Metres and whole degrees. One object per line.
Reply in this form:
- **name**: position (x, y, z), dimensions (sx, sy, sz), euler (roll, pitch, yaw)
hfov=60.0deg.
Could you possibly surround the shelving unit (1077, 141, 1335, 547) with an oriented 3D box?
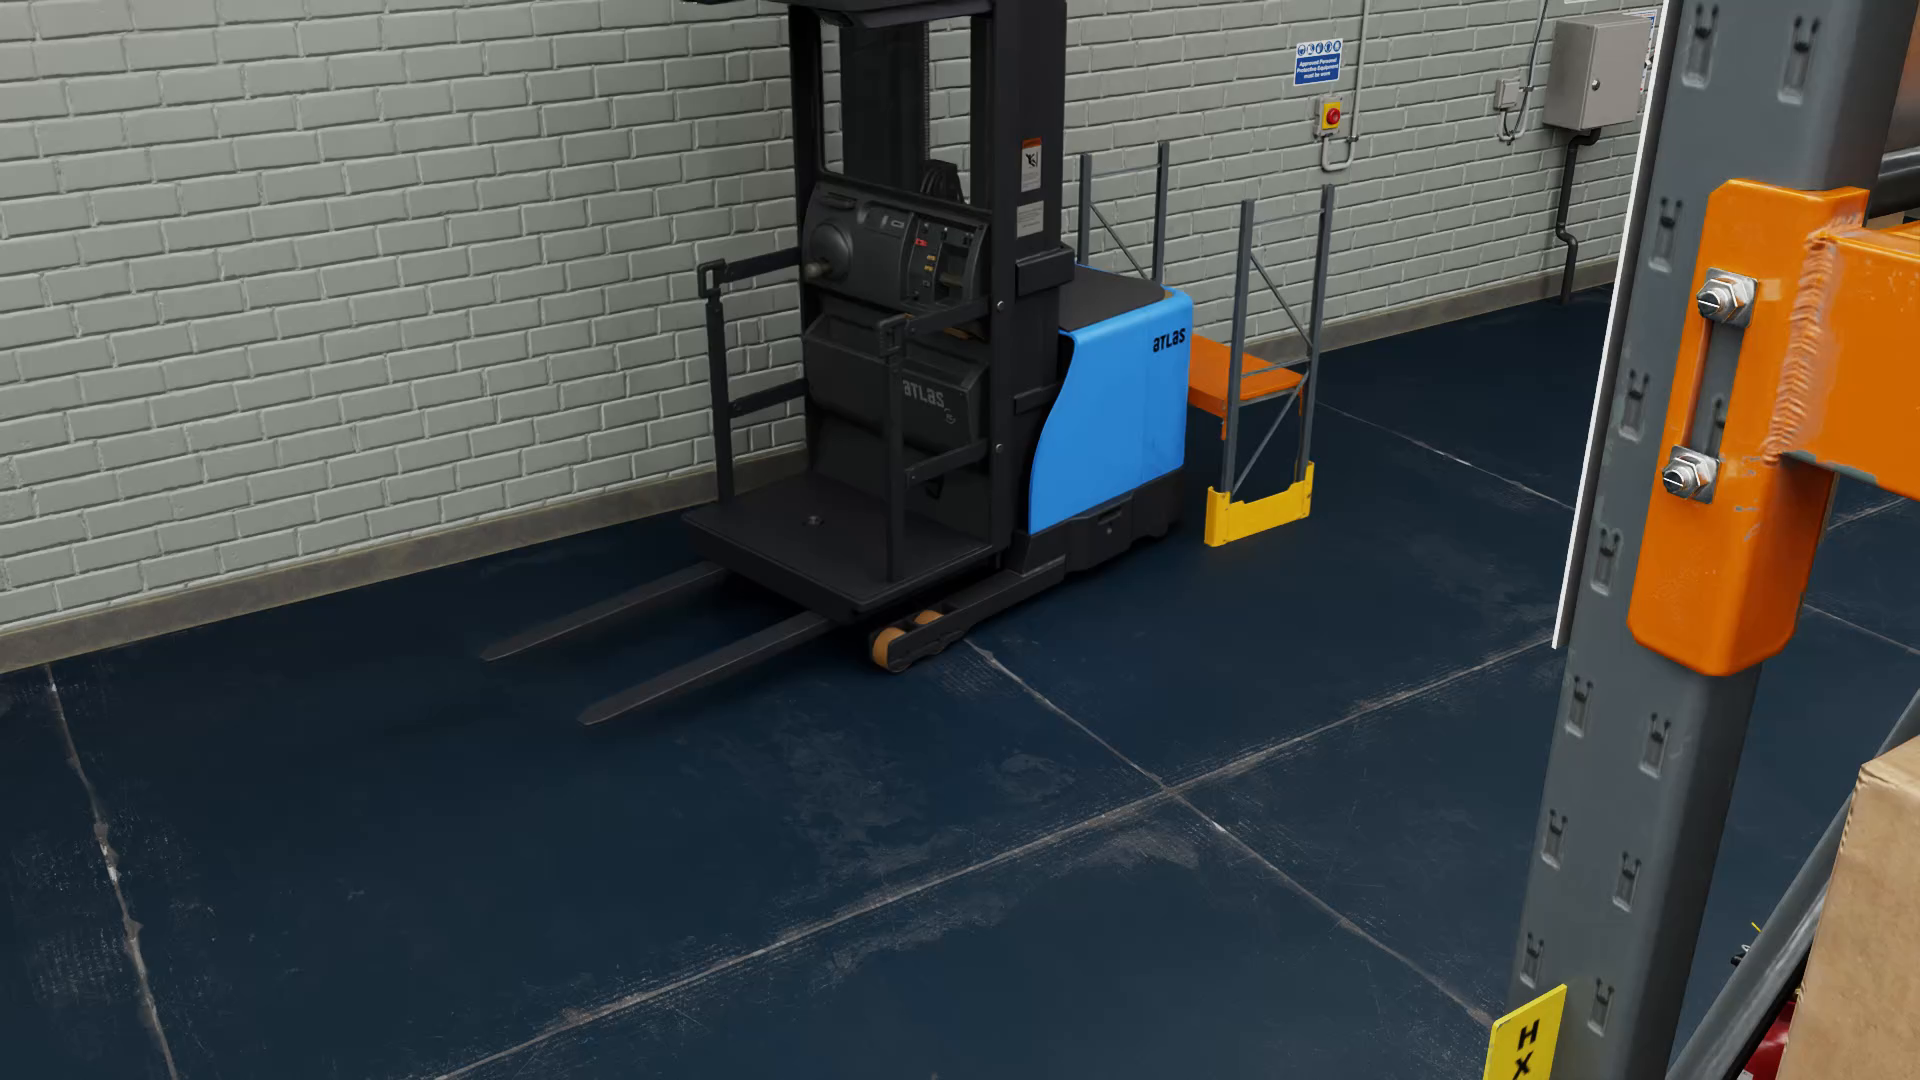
- **shelving unit**: position (1.031, -0.907, 7.414), dimensions (0.587, 1.500, 1.083), euler (-17, 30, -31)

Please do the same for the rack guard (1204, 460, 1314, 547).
- **rack guard**: position (1.318, -0.168, 7.312), dimensions (0.587, 0.250, 0.087), euler (-17, 30, -31)

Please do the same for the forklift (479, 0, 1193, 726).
- **forklift**: position (-0.403, -1.079, 6.101), dimensions (1.130, 2.935, 3.031), euler (23, 33, 39)

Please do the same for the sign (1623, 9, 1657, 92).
- **sign**: position (4.097, -2.963, 10.123), dimensions (0.329, 0.494, 0.001), euler (-16, 29, -30)

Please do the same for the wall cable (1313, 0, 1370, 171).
- **wall cable**: position (1.957, -2.853, 8.552), dimensions (0.585, 1.953, 0.123), euler (-16, 29, -30)

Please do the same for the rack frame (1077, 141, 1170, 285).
- **rack frame**: position (0.744, -1.081, 7.783), dimensions (0.500, 1.500, 0.032), euler (-17, 30, -31)

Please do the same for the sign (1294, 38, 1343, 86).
- **sign**: position (1.883, -2.512, 8.741), dimensions (0.327, 0.218, 0.001), euler (-16, 29, -30)

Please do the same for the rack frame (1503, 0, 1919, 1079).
- **rack frame**: position (0.960, 0.823, 1.993), dimensions (0.949, 2.616, 0.053), euler (-16, 29, -30)

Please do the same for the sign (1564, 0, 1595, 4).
- **sign**: position (3.637, -3.251, 9.656), dimensions (0.339, 0.242, 0.001), euler (-16, 29, -30)

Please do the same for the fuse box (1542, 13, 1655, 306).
- **fuse box**: position (3.797, -2.234, 9.977), dimensions (0.539, 1.711, 0.414), euler (-16, 29, -30)

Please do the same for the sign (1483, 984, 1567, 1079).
- **sign**: position (0.508, 0.557, 1.542), dimensions (0.100, 0.325, 0.005), euler (-16, 29, -30)

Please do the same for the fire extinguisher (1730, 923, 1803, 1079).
- **fire extinguisher**: position (1.212, 0.828, 2.510), dimensions (0.296, 0.674, 0.183), euler (-16, 29, -30)

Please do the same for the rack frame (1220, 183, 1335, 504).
- **rack frame**: position (1.329, -0.726, 7.031), dimensions (0.500, 1.500, 0.032), euler (-17, 30, -31)

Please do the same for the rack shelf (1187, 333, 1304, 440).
- **rack shelf**: position (1.037, -0.741, 7.484), dimensions (0.538, 0.185, 1.000), euler (-17, 30, -31)

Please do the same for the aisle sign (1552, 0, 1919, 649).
- **aisle sign**: position (0.671, -0.310, 1.347), dimensions (0.394, 0.787, 0.004), euler (-16, 29, -30)

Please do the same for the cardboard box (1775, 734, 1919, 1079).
- **cardboard box**: position (0.985, 0.413, 1.225), dimensions (0.500, 0.500, 0.500), euler (-16, 29, -30)

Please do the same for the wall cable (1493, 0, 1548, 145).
- **wall cable**: position (3.139, -3.173, 9.268), dimensions (0.588, 1.984, 0.122), euler (-16, 29, -30)
